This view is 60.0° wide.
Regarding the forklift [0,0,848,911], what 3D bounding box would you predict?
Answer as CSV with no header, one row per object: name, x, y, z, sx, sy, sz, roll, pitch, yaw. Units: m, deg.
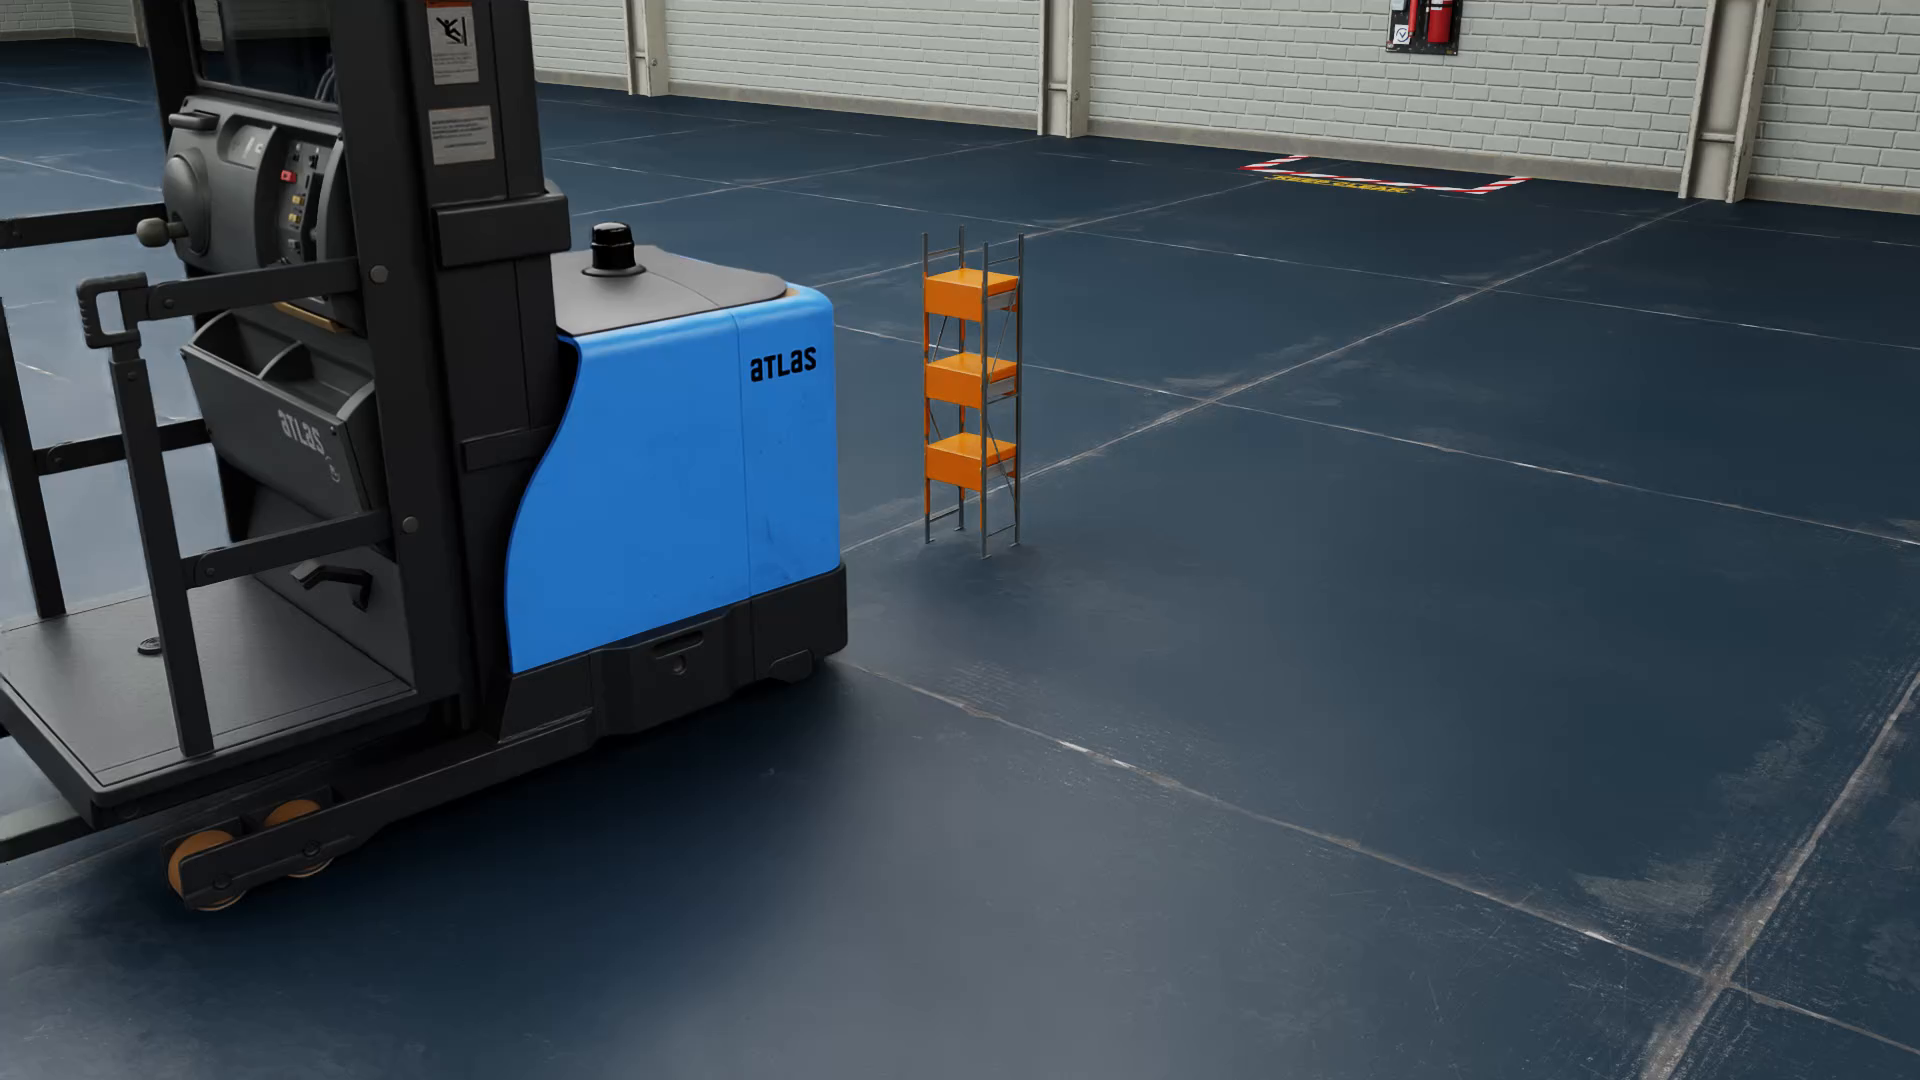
forklift,-1.738,-0.785,3.595,3.031,2.935,1.130,-18,27,-40

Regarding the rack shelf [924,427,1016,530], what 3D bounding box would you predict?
rack shelf,0.041,-0.209,5.553,0.240,0.259,0.215,16,26,36

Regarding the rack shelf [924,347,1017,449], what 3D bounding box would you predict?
rack shelf,0.041,-0.469,5.455,0.240,0.259,0.215,16,26,36

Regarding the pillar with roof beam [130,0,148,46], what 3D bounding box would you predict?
pillar with roof beam,-15.674,-10.958,21.973,0.400,9.000,9.100,16,26,36

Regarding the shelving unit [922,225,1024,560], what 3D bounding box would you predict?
shelving unit,0.041,-0.479,5.451,0.252,1.050,0.215,16,26,36

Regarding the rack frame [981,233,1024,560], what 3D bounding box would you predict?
rack frame,0.136,-0.452,5.379,0.008,1.050,0.200,16,26,36

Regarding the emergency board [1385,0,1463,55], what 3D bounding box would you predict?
emergency board,3.751,-4.535,13.443,0.643,1.169,0.194,16,26,36

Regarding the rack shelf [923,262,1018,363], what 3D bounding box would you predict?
rack shelf,0.041,-0.735,5.355,0.240,0.259,0.215,16,26,36

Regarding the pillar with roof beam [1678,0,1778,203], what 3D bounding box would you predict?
pillar with roof beam,2.919,-5.603,7.774,0.400,9.000,9.100,16,26,36

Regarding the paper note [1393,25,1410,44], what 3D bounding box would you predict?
paper note,3.658,-4.181,13.753,0.142,0.148,0.016,16,26,36

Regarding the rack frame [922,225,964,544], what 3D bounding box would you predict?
rack frame,-0.053,-0.507,5.523,0.008,1.050,0.200,16,26,36

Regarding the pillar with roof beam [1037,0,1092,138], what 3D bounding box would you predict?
pillar with roof beam,-1.729,-6.942,11.324,0.400,9.000,9.100,16,26,36

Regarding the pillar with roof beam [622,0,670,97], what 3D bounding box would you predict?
pillar with roof beam,-6.377,-8.281,14.873,0.400,9.000,9.100,16,26,36
